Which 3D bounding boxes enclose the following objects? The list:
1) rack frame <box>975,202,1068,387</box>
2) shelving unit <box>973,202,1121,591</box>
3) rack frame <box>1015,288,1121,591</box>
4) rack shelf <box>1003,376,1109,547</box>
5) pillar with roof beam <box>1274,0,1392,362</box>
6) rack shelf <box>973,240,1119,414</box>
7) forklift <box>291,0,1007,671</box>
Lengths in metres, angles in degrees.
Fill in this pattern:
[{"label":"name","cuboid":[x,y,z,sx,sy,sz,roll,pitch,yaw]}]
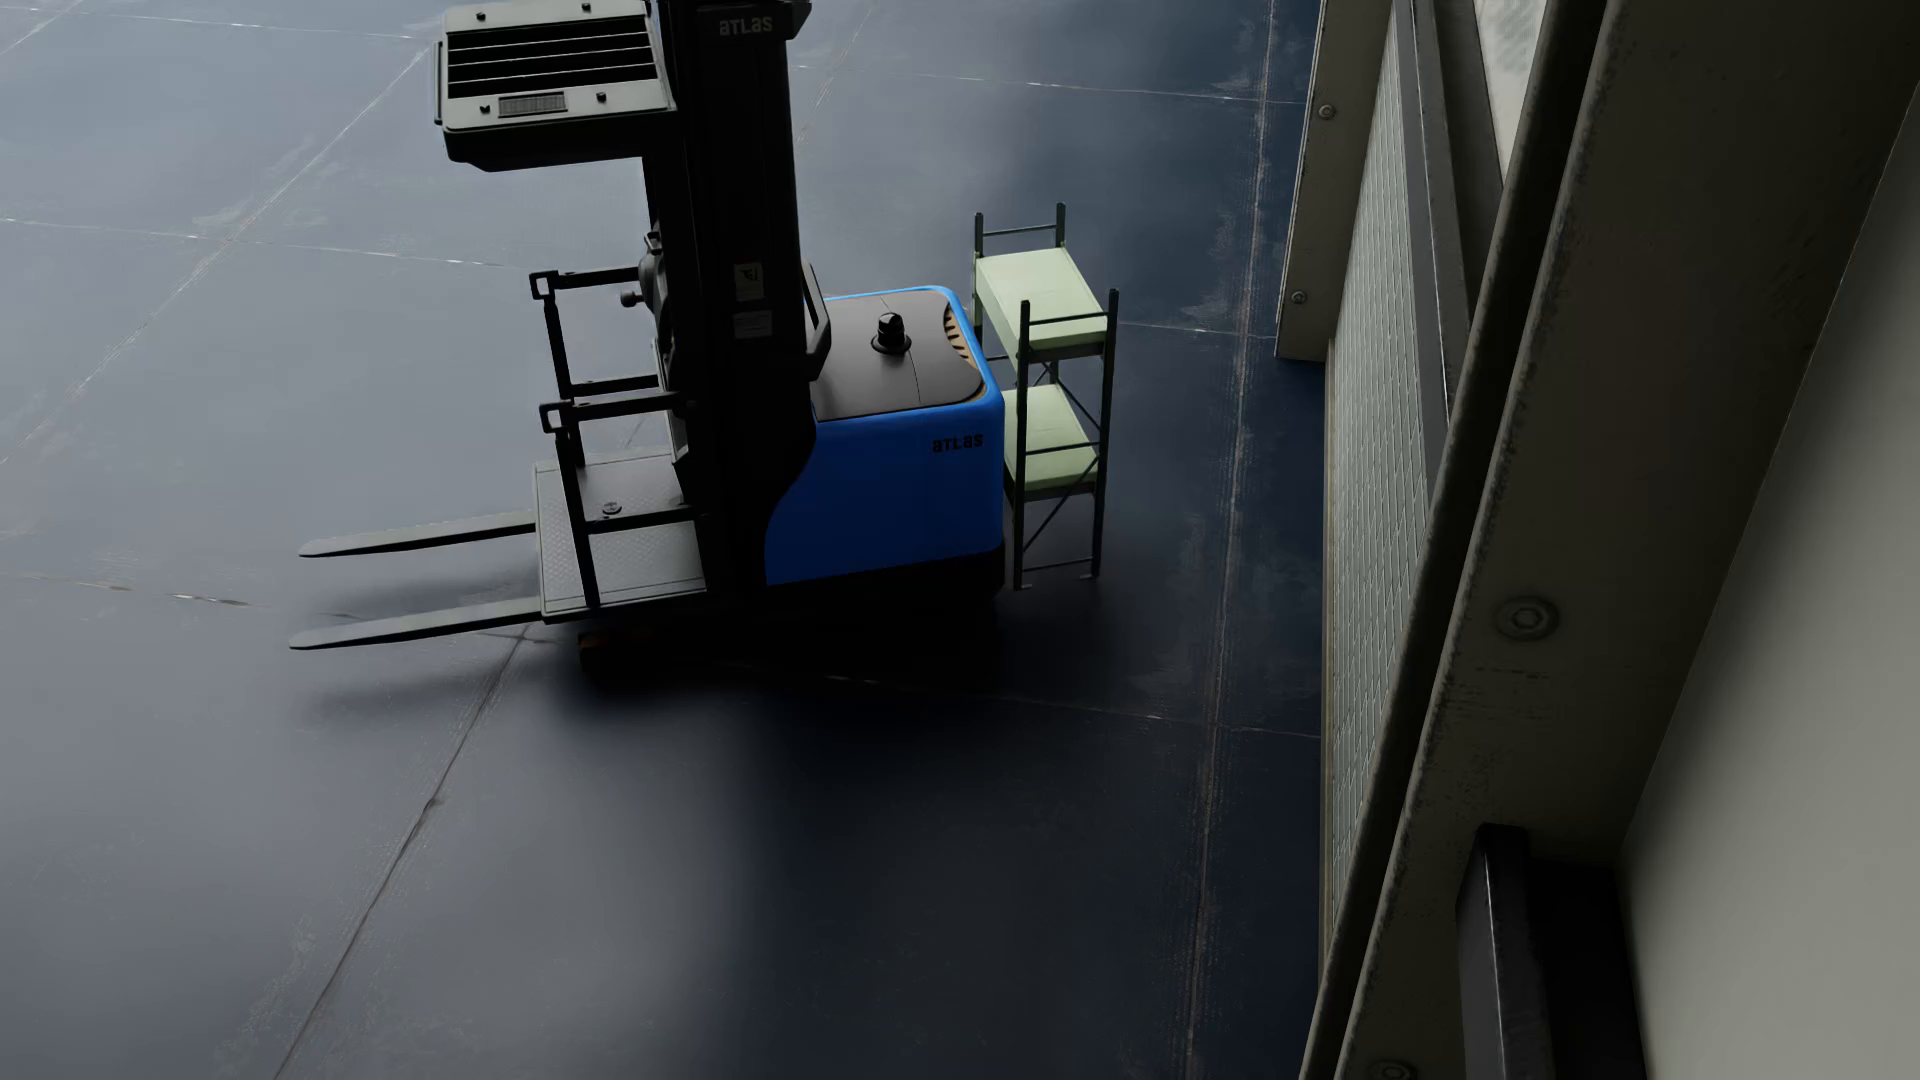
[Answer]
[{"label":"rack frame","cuboid":[0.265,-0.840,7.589,0.400,1.500,0.023,-9,40,-11]},{"label":"shelving unit","cuboid":[0.354,-0.614,7.316,0.431,1.500,0.755,-9,40,-11]},{"label":"rack frame","cuboid":[0.443,-0.388,7.042,0.400,1.500,0.023,-9,40,-11]},{"label":"rack shelf","cuboid":[0.354,-0.363,7.523,0.431,0.370,0.720,-9,40,-11]},{"label":"pillar with roof beam","cuboid":[-2.364,-5.033,6.776,9.100,9.000,0.400,6,40,8]},{"label":"rack shelf","cuboid":[0.354,-0.915,7.067,0.431,0.370,0.720,-9,40,-11]},{"label":"forklift","cuboid":[-1.367,-0.945,6.593,3.031,2.935,1.130,-9,40,-10]}]
